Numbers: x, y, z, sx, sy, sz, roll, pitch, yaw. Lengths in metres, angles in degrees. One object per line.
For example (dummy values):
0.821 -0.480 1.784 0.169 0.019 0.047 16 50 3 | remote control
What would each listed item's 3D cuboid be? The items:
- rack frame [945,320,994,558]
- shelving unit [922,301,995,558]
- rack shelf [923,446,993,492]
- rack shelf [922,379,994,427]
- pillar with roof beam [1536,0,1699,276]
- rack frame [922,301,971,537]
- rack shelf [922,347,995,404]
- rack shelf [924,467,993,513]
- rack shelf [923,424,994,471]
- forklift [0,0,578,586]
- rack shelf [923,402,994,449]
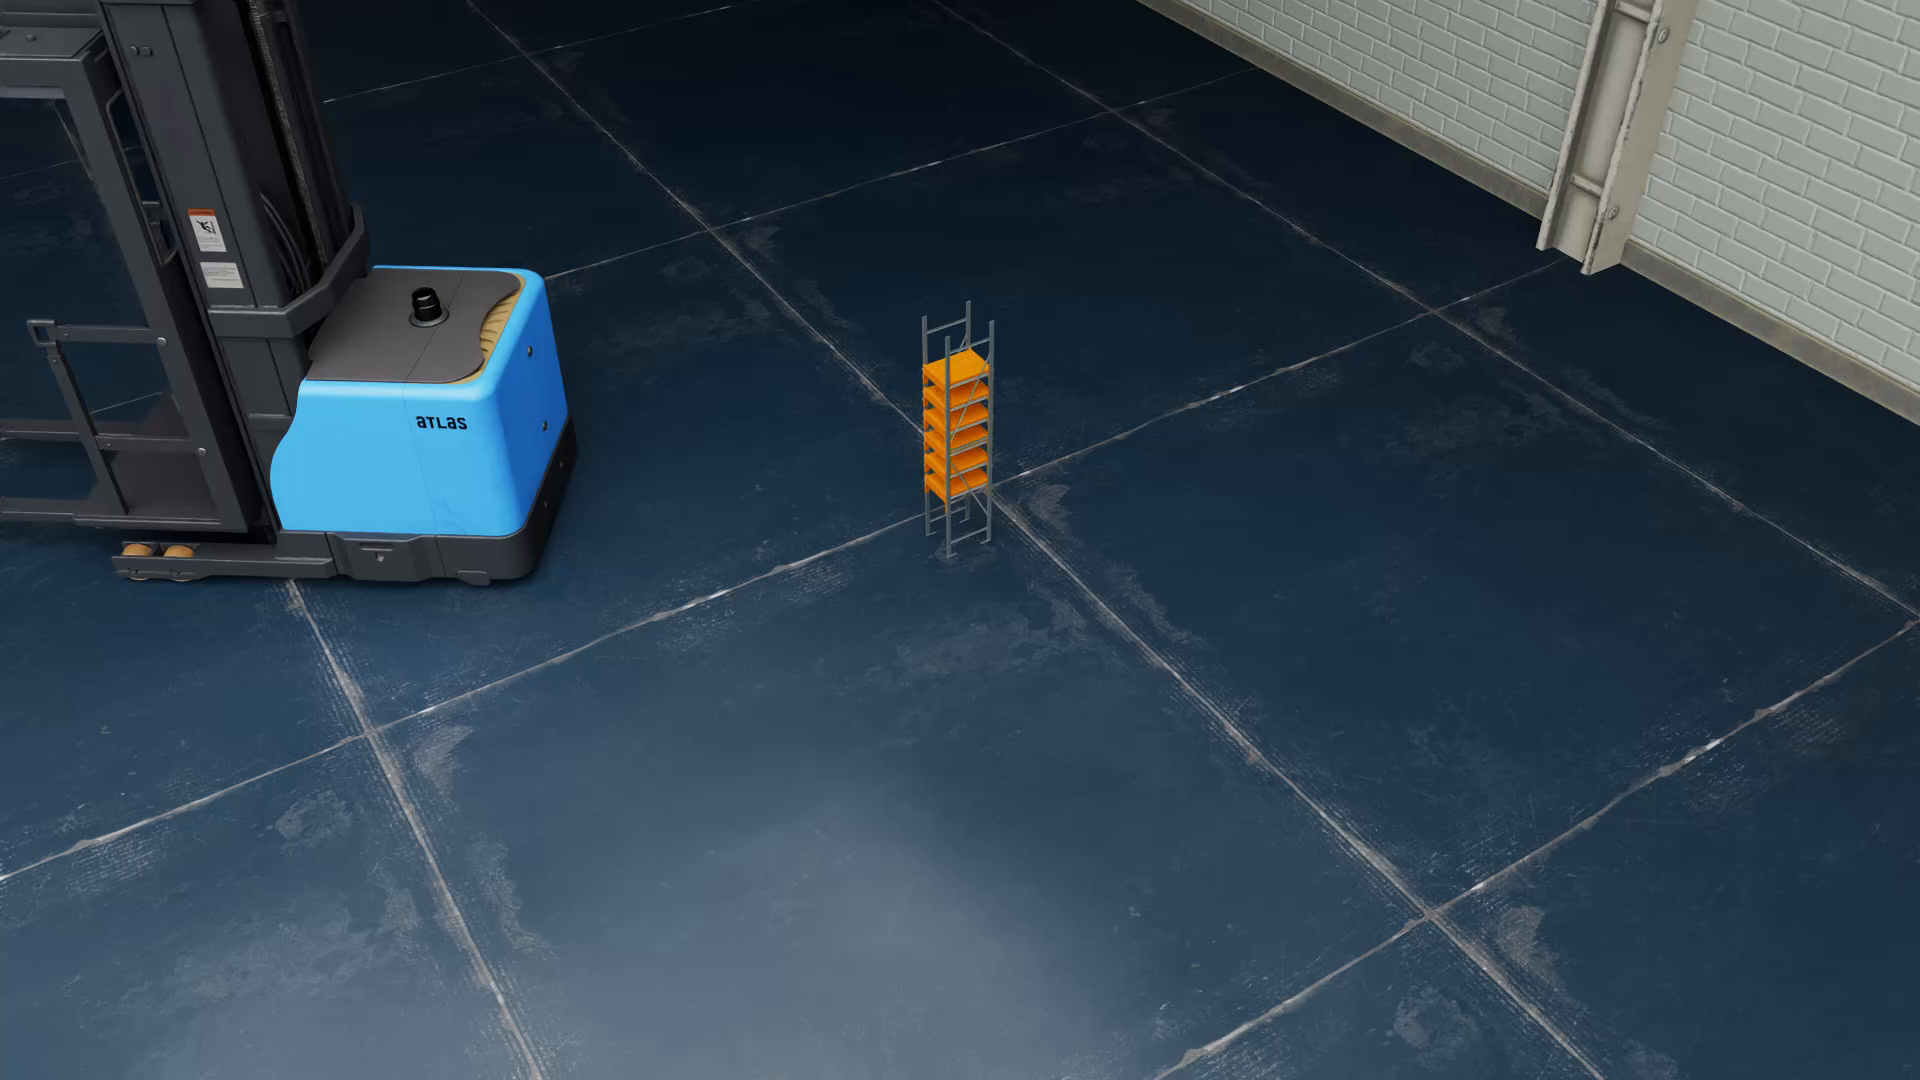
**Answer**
0.041 -0.419 7.316 0.240 1.200 0.006 -22 45 -24 | rack frame
-0.008 -0.469 7.375 0.258 1.200 0.189 -22 45 -24 | shelving unit
-0.008 -0.342 7.481 0.258 0.103 0.180 -22 45 -24 | rack shelf
-0.008 -0.619 7.250 0.258 0.103 0.180 -22 45 -24 | rack shelf
0.006 -3.656 5.108 9.100 9.000 0.400 -22 45 -24 | pillar with roof beam
-0.057 -0.518 7.435 0.240 1.200 0.006 -22 45 -24 | rack frame
-0.008 -0.711 7.173 0.258 0.103 0.180 -22 45 -24 | rack shelf
-0.008 -0.250 7.557 0.258 0.103 0.180 -22 45 -24 | rack shelf
-0.008 -0.435 7.404 0.258 0.103 0.180 -22 45 -24 | rack shelf
-3.406 -1.274 6.989 3.031 2.935 1.130 2 40 2 | forklift
-0.008 -0.527 7.327 0.258 0.103 0.180 -22 45 -24 | rack shelf
